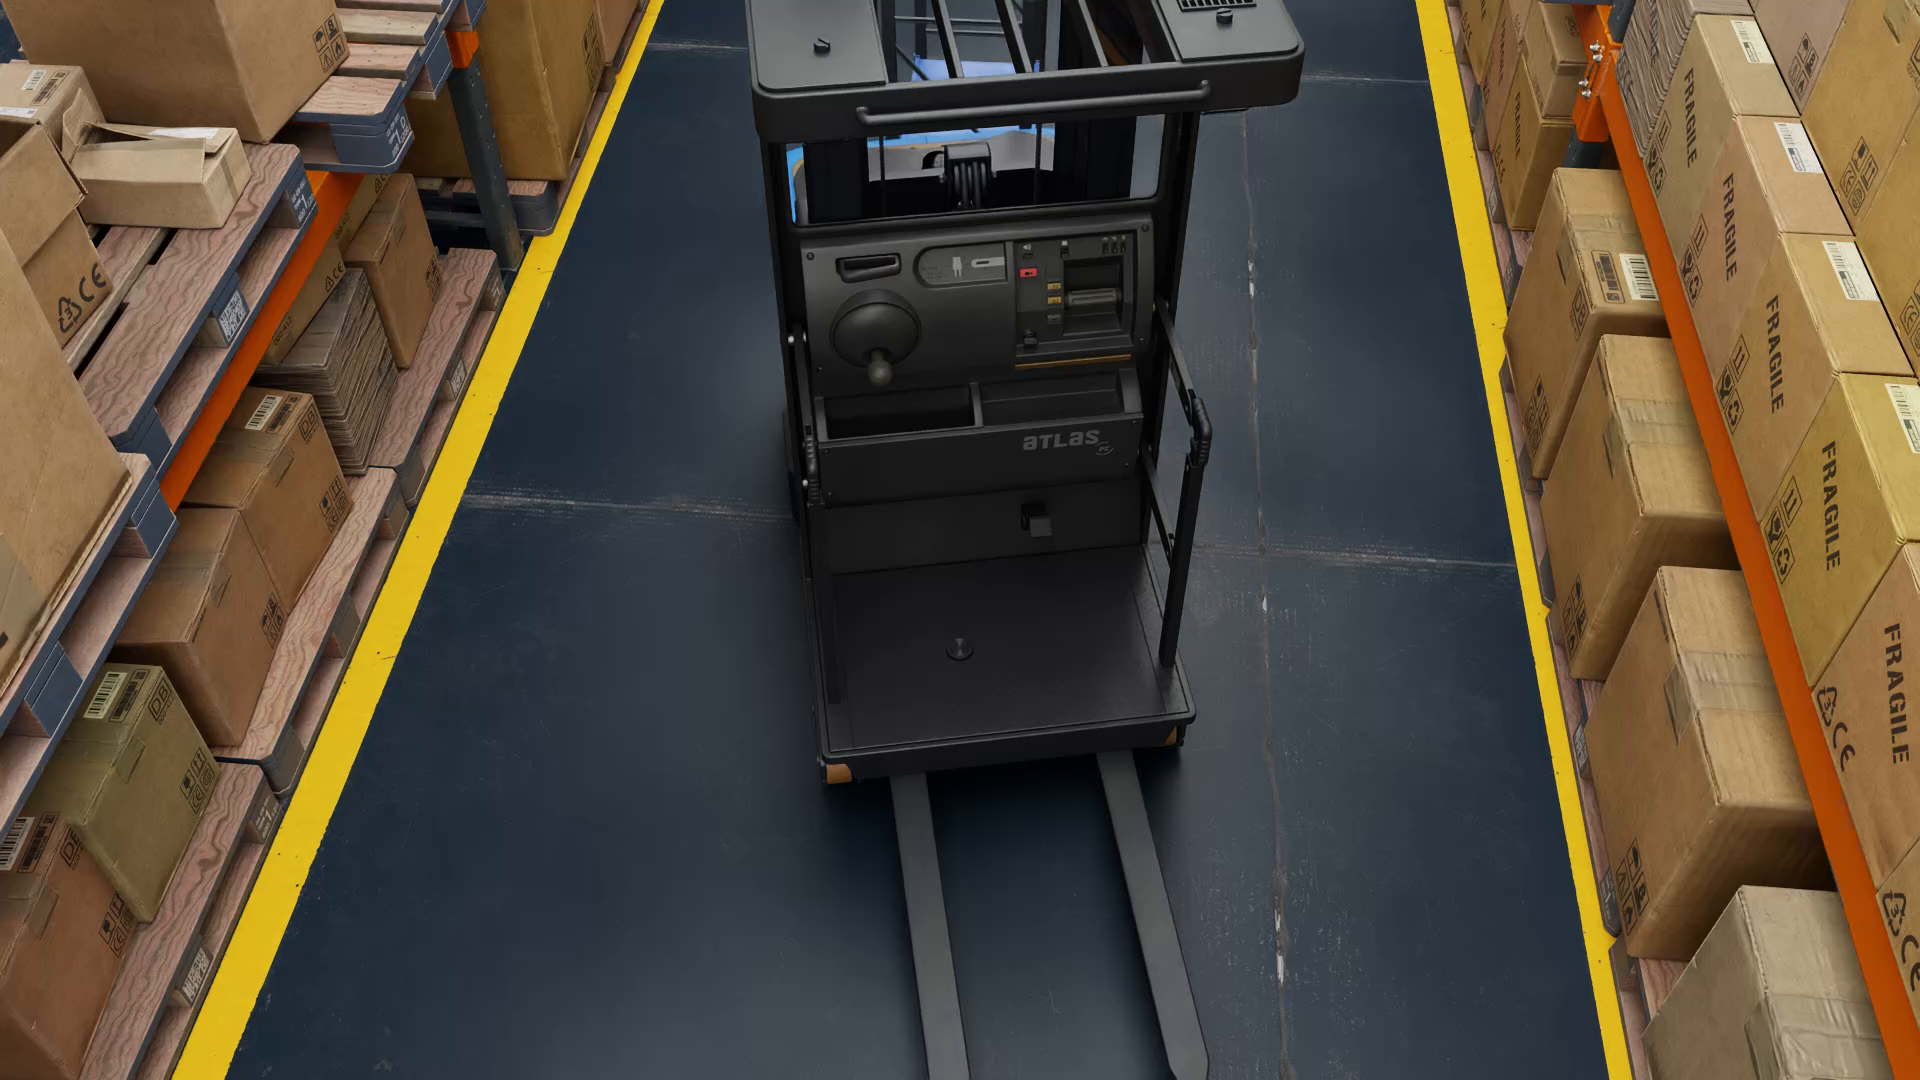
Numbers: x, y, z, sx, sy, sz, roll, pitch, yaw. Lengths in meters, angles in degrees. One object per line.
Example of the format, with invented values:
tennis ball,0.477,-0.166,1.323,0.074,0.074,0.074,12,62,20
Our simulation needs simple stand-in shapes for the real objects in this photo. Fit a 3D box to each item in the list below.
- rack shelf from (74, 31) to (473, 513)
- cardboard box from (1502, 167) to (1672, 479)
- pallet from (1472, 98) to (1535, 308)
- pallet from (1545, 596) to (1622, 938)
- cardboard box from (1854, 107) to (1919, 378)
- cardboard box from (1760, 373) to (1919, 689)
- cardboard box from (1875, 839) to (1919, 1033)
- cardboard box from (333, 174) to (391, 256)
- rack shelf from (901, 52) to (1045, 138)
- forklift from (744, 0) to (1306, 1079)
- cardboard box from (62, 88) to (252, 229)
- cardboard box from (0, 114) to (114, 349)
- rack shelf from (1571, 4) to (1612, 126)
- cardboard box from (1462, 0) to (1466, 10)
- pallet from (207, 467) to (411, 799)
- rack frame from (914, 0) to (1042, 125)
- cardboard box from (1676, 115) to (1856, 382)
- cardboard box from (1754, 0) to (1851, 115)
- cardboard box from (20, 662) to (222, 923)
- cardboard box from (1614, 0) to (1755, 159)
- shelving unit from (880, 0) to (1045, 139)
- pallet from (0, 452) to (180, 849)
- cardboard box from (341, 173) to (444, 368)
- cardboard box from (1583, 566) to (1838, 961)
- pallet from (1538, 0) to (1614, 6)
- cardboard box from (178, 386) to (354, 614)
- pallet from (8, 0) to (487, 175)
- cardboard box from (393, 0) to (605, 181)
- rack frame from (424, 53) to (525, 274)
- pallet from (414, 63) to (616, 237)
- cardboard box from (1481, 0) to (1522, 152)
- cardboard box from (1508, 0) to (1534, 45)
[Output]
rack shelf,-2.469,-0.457,4.623,1.077,0.370,4.000,4,48,4
cardboard box,2.498,-0.703,5.600,1.050,0.750,0.750,3,48,3
pallet,2.716,-1.395,6.883,1.003,0.211,1.213,4,48,4
pallet,2.382,0.647,5.015,1.003,0.211,1.213,4,48,4
cardboard box,2.456,-0.680,3.593,0.700,0.500,0.500,3,48,3
cardboard box,2.152,-0.001,3.650,0.500,0.500,0.500,4,48,4
cardboard box,2.060,0.742,2.971,0.500,0.500,0.500,4,48,3
cardboard box,-2.318,-1.233,5.733,0.500,0.250,0.500,6,48,5
rack shelf,0.033,-1.502,6.351,0.538,0.185,1.000,3,48,3
forklift,0.085,-0.533,4.251,1.130,2.935,3.031,-6,48,-5
cardboard box,-2.170,-1.023,4.459,0.396,0.266,0.258,3,48,2
cardboard box,-2.586,-0.687,3.991,0.797,0.503,0.637,8,48,8
rack shelf,2.825,-2.989,6.938,1.077,0.370,4.000,4,48,4
cardboard box,2.595,-2.700,7.596,0.500,0.500,0.500,5,48,4
pallet,-2.474,0.239,5.388,1.003,0.211,1.213,4,48,4
rack frame,0.072,-1.997,6.561,0.500,1.500,0.032,3,48,3
cardboard box,2.243,-0.740,4.326,0.500,0.500,0.500,4,48,3
cardboard box,2.547,-1.432,4.282,0.700,0.500,0.500,3,48,3
cardboard box,-2.512,0.666,4.504,0.700,0.500,0.500,4,48,3
cardboard box,2.333,-1.484,5.007,0.500,0.500,0.500,4,48,4
shelving unit,0.033,-1.623,6.218,0.538,1.500,1.048,3,48,3
pallet,-2.437,0.282,3.589,1.003,0.211,1.213,4,48,4
cardboard box,-2.328,-0.981,6.010,0.700,0.500,0.500,2,48,1
cardboard box,2.337,0.624,4.386,1.050,0.750,0.750,4,48,4
pallet,2.602,-2.228,5.885,1.213,0.211,1.003,4,48,4
cardboard box,-2.411,-0.156,5.255,0.700,0.500,0.500,7,48,7
pallet,-2.246,-1.574,5.287,1.213,0.211,1.003,4,48,4
cardboard box,-2.204,-2.100,6.793,1.225,0.875,0.875,2,48,2
rack frame,-2.287,-2.170,5.702,1.000,3.000,0.127,4,48,4
pallet,-2.140,-1.803,7.256,1.003,0.211,1.213,4,48,4
cardboard box,2.494,-1.943,6.903,0.500,0.500,0.500,6,48,5
cardboard box,2.479,-2.205,6.635,0.500,0.250,0.500,4,48,4
